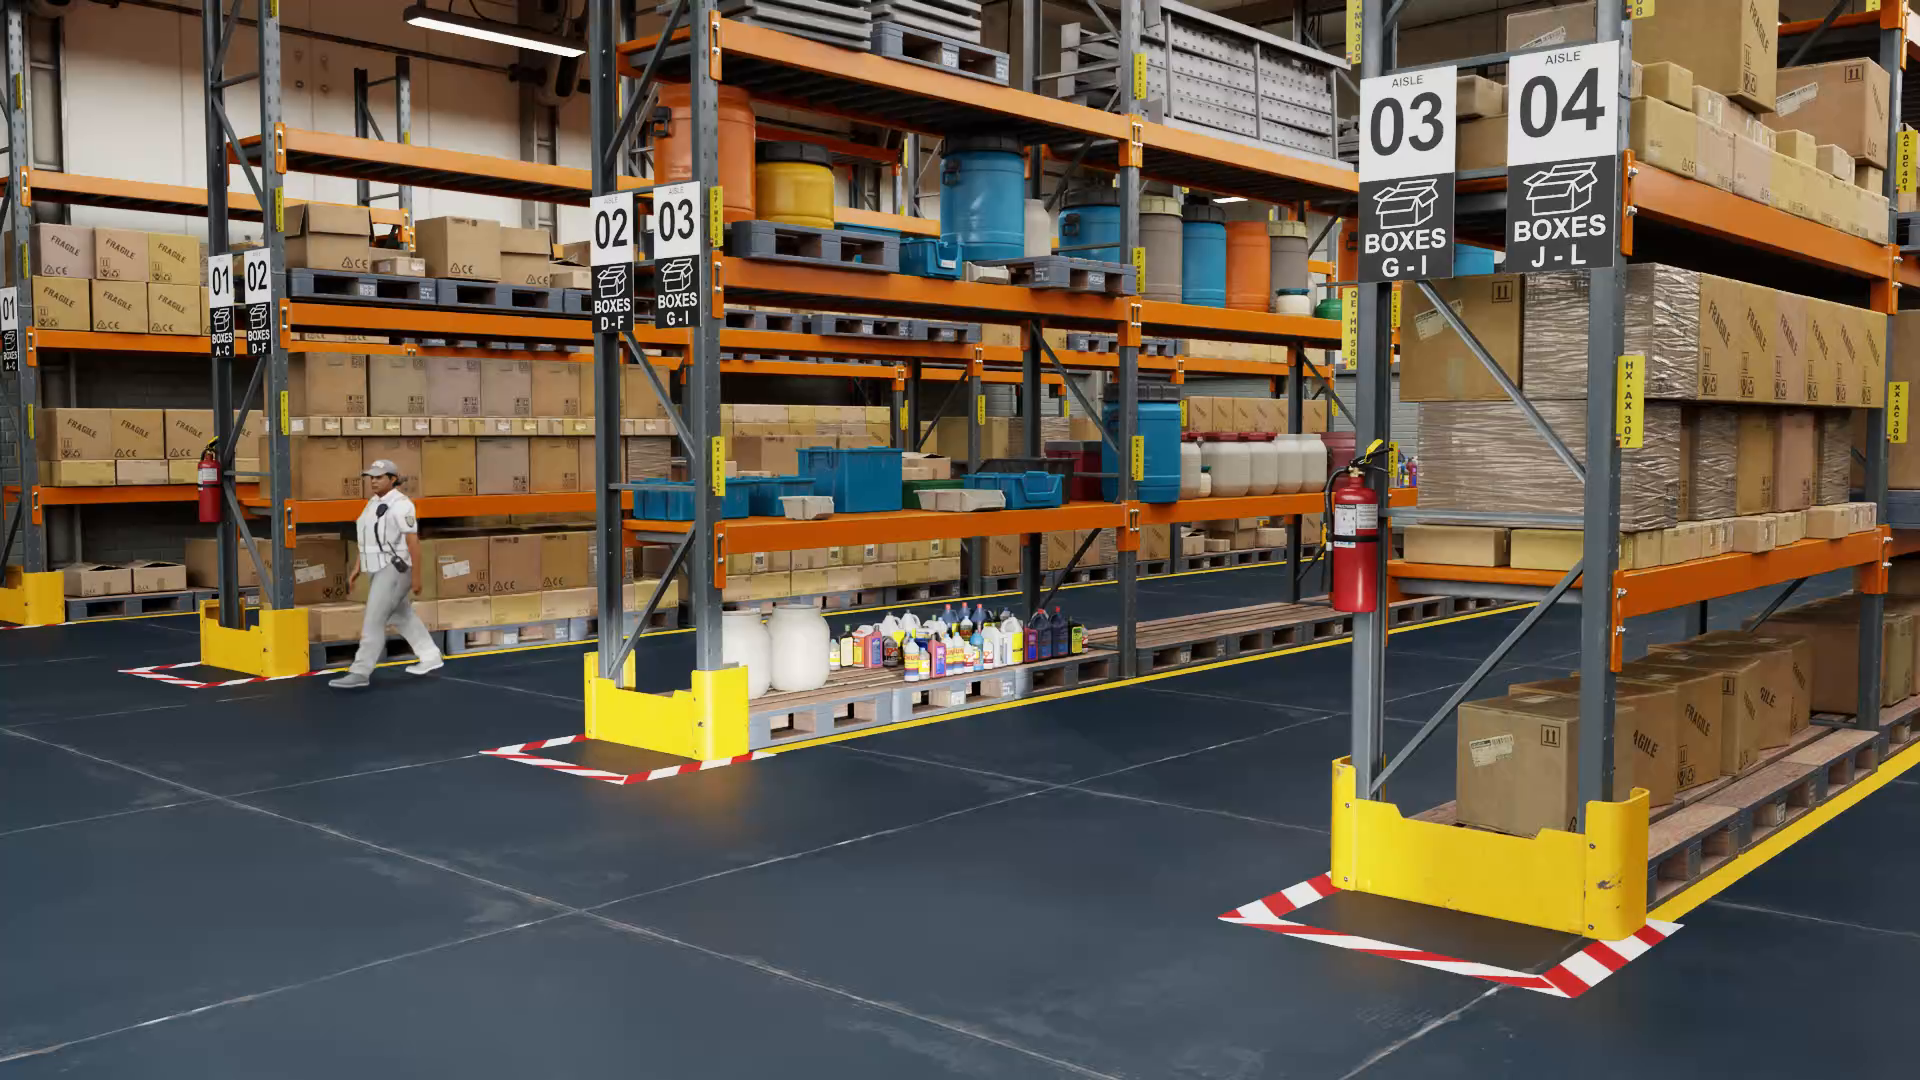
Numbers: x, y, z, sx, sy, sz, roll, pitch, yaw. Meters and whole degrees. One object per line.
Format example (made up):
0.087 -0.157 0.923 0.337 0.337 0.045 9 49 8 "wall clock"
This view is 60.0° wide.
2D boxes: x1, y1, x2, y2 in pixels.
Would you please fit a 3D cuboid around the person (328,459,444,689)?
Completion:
-4.168 0.217 12.014 0.482 1.601 1.001 4 5 44 "person"
